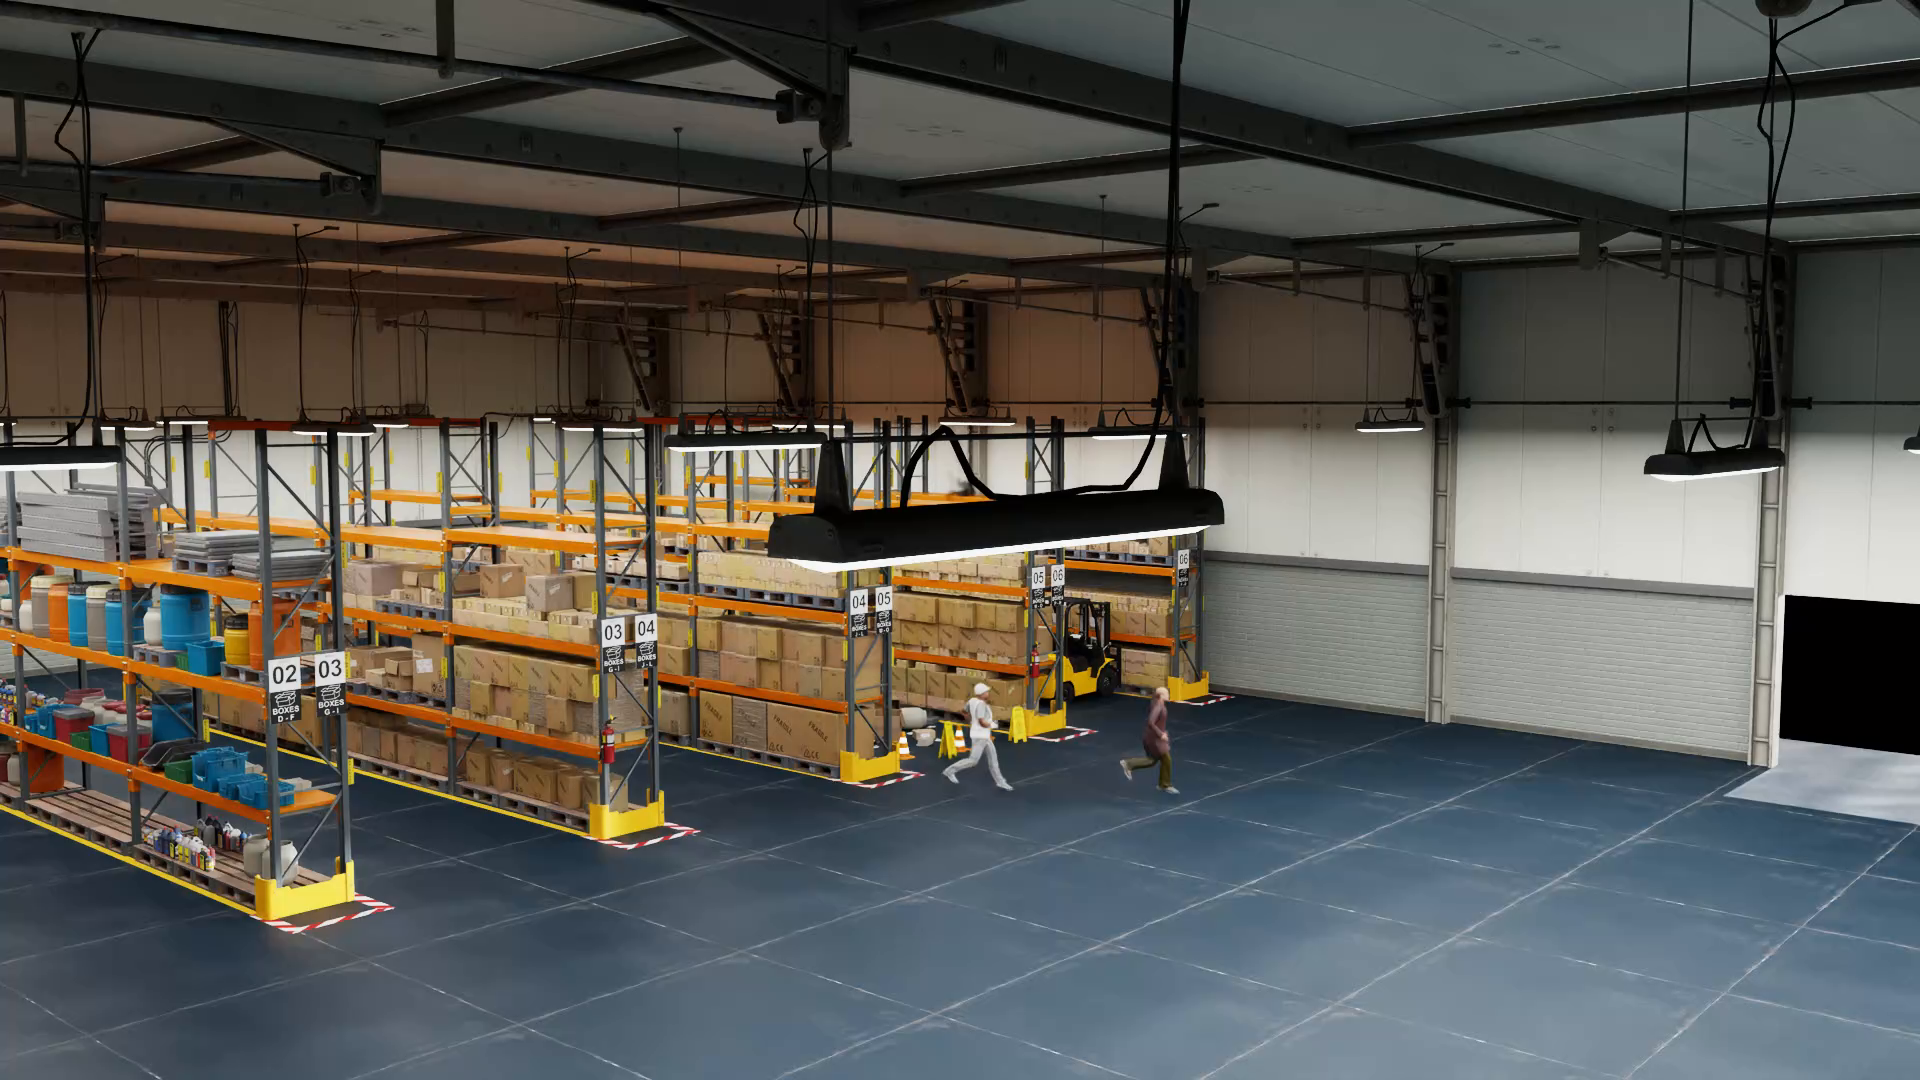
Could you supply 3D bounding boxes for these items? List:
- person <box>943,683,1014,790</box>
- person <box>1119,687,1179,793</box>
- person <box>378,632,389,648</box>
[{"bbox_3d":[0.301,3.211,26.936,1.161,1.787,0.646,0,5,-2],"label":"person"},{"bbox_3d":[3.076,3.252,26.919,0.976,1.770,0.719,0,5,-1],"label":"person"},{"bbox_3d":[-14.238,2.119,41.054,0.569,1.635,0.672,3,5,29],"label":"person"}]
